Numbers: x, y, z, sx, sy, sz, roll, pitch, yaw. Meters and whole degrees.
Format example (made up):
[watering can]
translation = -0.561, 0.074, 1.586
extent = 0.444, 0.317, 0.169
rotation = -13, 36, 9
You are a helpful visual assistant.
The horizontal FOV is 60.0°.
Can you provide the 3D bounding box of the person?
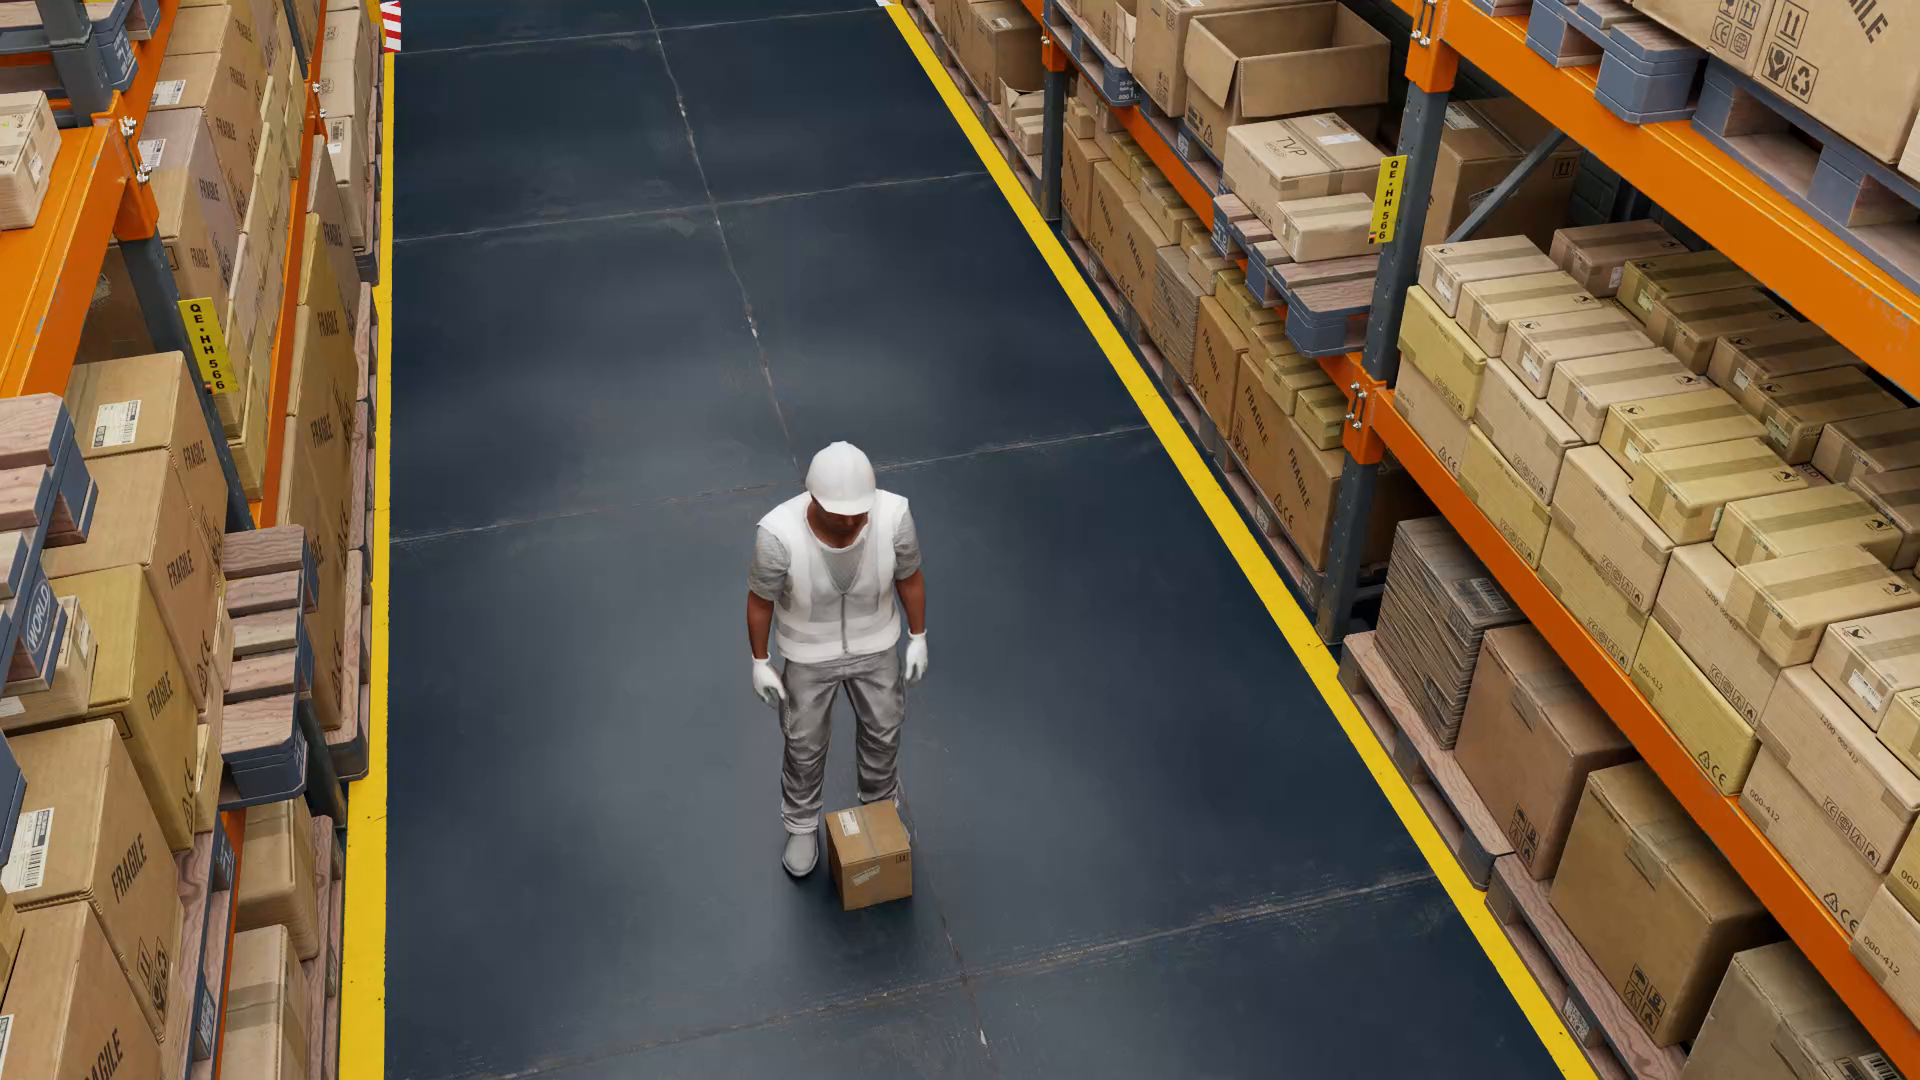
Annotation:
[person]
translation = -0.407, 0.388, 5.644
extent = 0.615, 1.773, 0.451
rotation = -10, 39, -12
